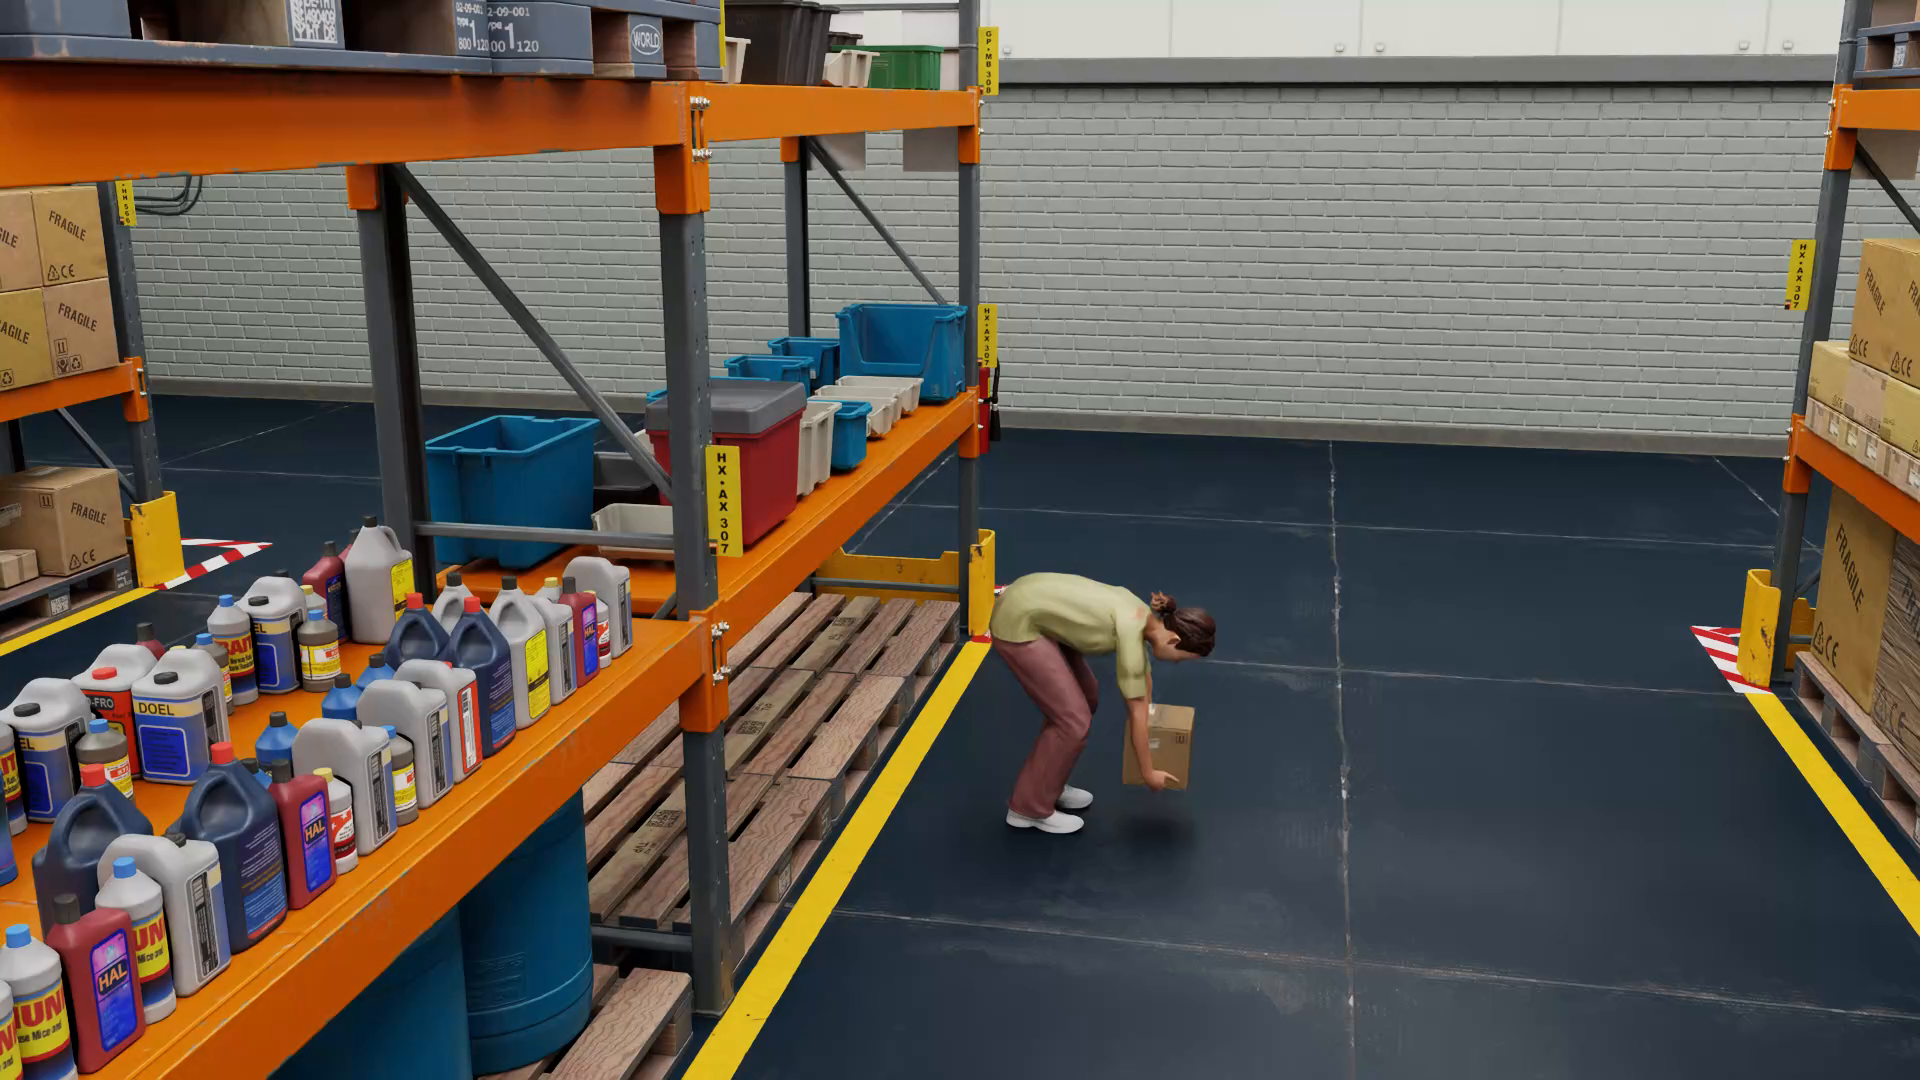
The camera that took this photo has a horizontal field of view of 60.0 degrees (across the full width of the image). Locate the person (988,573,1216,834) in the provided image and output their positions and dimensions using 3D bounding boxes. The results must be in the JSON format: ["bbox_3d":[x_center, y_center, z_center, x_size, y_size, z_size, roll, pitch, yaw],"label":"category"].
[{"bbox_3d":[0.546,0.627,6.467,0.866,0.997,0.446,2,15,9],"label":"person"}]
